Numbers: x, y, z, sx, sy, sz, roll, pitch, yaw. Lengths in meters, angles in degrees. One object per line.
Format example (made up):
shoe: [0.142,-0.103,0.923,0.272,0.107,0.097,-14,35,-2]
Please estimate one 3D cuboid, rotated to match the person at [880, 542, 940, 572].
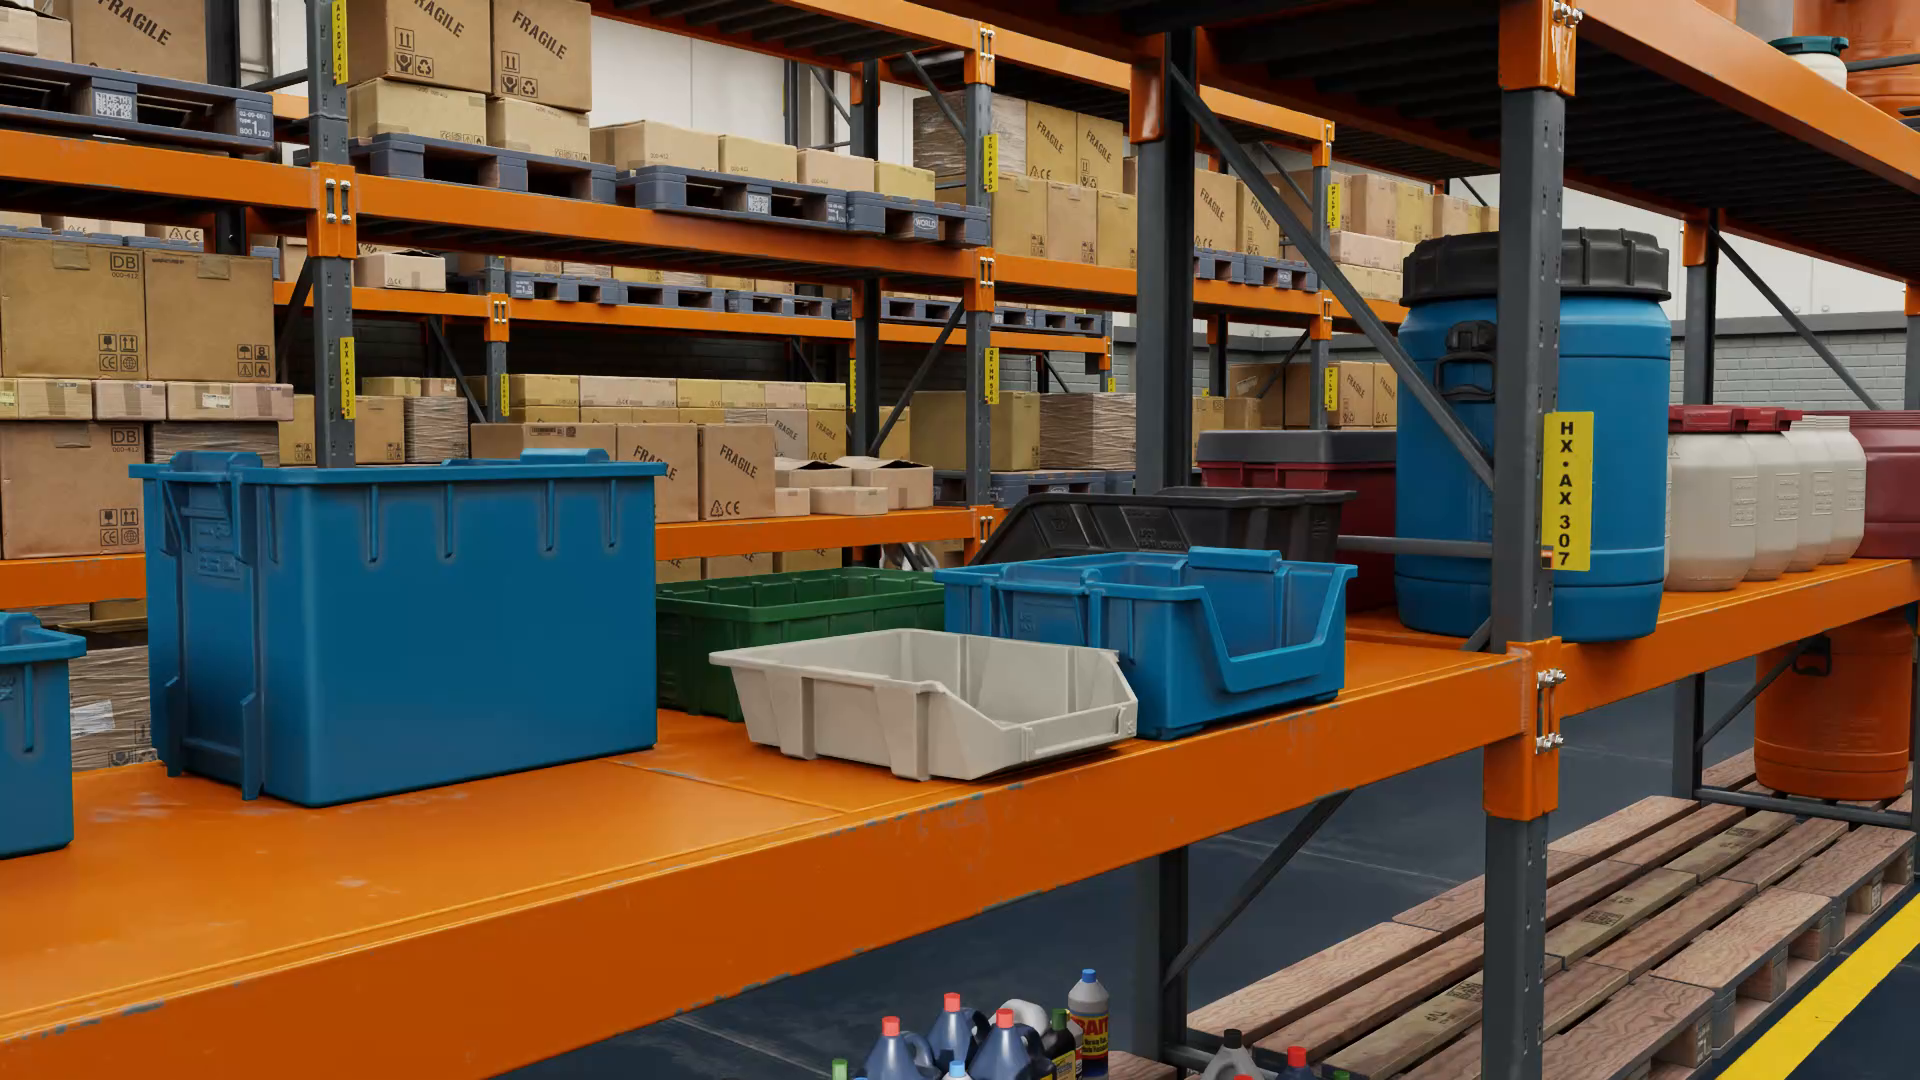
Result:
person: [-0.491,0.331,15.034,0.449,0.898,0.792,3,5,41]
